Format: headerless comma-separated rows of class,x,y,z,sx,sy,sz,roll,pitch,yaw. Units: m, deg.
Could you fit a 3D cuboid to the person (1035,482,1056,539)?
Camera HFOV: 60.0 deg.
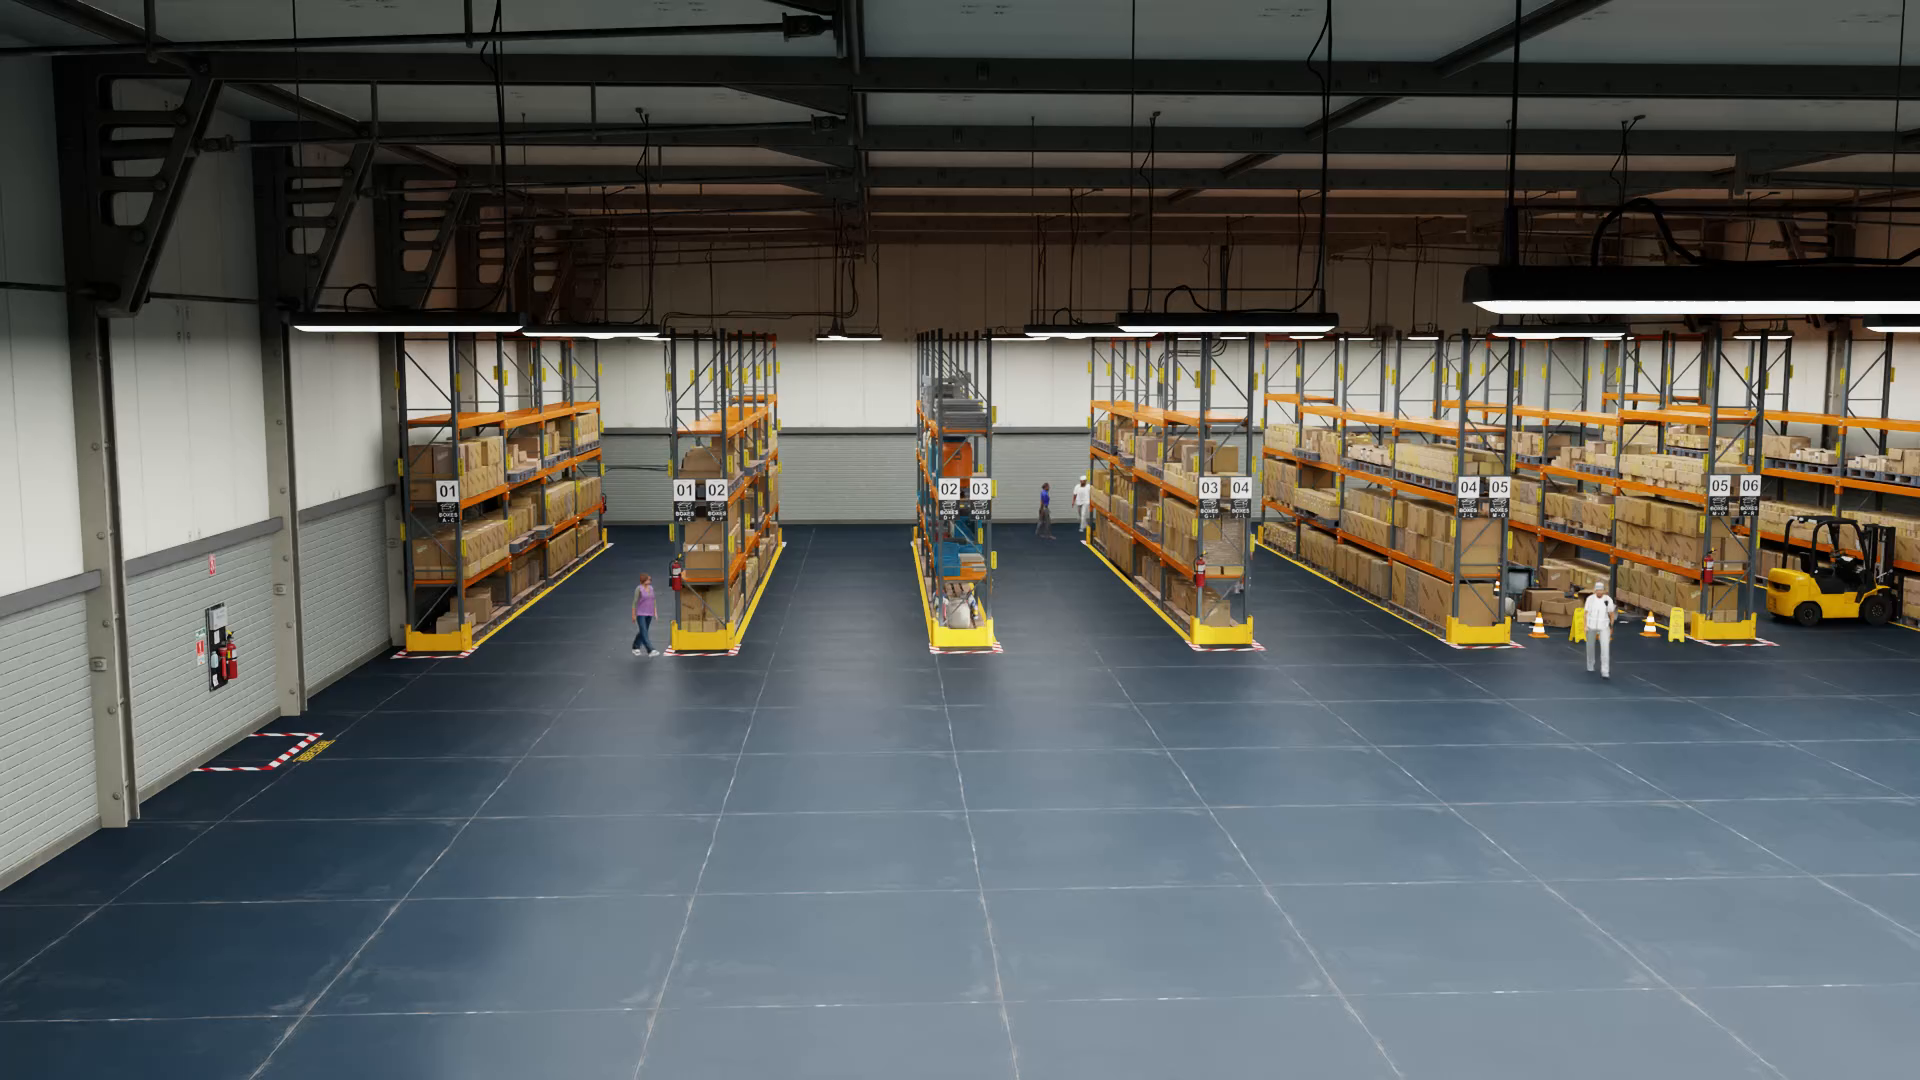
person,2.530,-0.858,48.994,0.626,1.653,0.492,1,7,5

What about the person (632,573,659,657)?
person,-5.711,1.371,30.320,0.956,1.547,0.455,5,8,35

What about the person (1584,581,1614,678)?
person,11.060,1.531,28.783,0.516,1.641,0.848,4,8,29

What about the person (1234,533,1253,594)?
person,6.494,0.322,38.498,0.589,1.804,0.650,0,7,-1

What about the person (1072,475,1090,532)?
person,3.753,-1.119,50.755,0.586,1.715,1.093,3,7,25
